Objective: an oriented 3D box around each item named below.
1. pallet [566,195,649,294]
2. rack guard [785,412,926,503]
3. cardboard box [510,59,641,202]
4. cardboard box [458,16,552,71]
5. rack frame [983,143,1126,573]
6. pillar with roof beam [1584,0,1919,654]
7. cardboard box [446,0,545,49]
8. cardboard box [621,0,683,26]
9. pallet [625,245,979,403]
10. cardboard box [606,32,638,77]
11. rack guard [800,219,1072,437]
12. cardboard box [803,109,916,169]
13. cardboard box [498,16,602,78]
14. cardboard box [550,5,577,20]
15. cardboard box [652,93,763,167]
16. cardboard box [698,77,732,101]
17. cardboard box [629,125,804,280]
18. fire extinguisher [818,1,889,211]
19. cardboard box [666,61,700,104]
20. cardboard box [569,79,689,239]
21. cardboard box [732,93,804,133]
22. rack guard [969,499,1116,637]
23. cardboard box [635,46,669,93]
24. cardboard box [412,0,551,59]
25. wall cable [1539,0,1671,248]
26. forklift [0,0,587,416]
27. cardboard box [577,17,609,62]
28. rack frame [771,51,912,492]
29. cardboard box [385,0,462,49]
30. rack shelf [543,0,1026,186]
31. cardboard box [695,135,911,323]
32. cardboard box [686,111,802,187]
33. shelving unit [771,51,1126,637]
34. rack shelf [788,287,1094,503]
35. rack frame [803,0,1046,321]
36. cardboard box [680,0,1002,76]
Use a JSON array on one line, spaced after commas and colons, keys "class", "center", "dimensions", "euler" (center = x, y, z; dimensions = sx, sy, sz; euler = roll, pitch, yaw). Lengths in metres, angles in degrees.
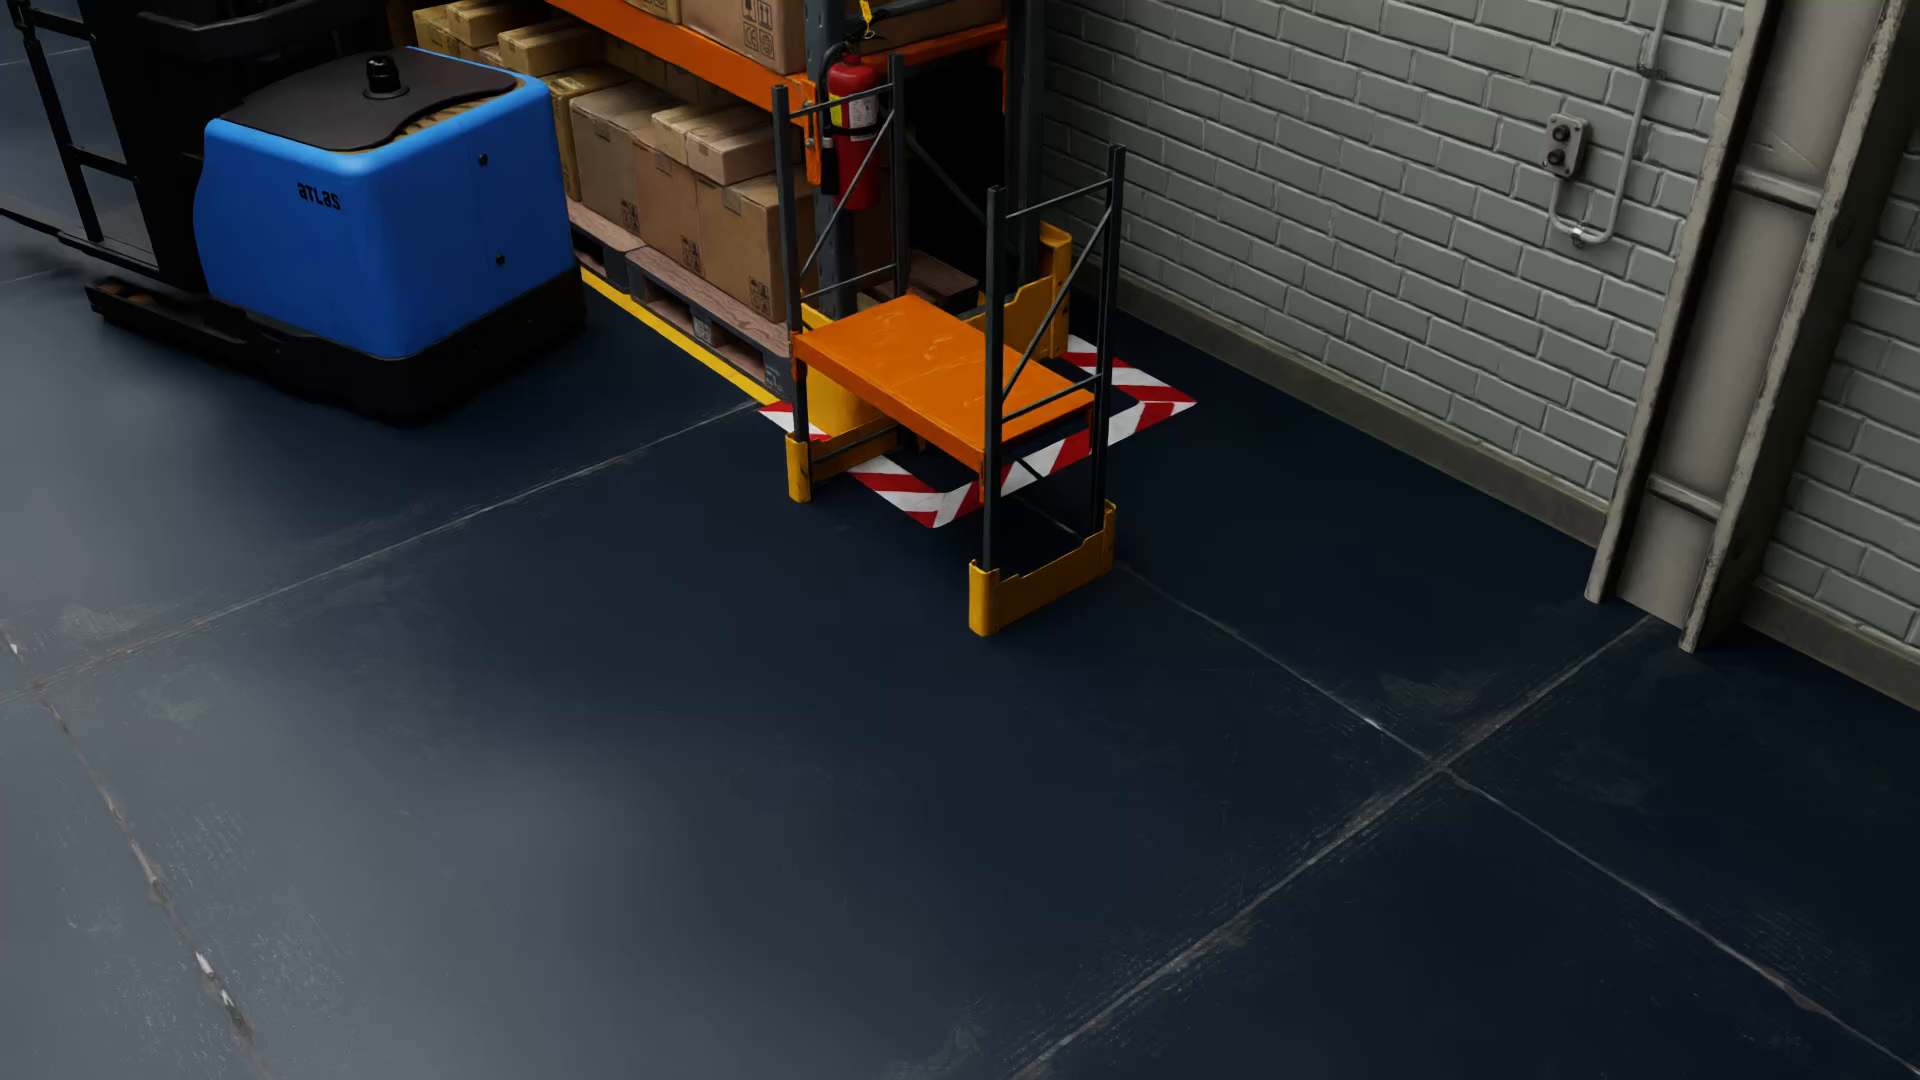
[{"class": "pallet", "center": [-1.461, -1.601, 7.828], "dimensions": [1.003, 0.211, 1.213], "euler": [-26, 43, -32]}, {"class": "rack guard", "center": [-0.371, -0.356, 6.036], "dimensions": [0.587, 0.250, 0.087], "euler": [-26, 43, -32]}, {"class": "cardboard box", "center": [-1.628, -1.975, 7.743], "dimensions": [0.700, 0.500, 0.500], "euler": [-25, 42, -31]}, {"class": "cardboard box", "center": [-1.958, -2.203, 8.064], "dimensions": [0.700, 0.500, 0.500], "euler": [-26, 43, -32]}, {"class": "rack frame", "center": [0.273, -0.425, 5.053], "dimensions": [0.500, 1.500, 0.032], "euler": [-26, 43, -32]}, {"class": "pillar with roof beam", "center": [-0.988, -1.850, 0.576], "dimensions": [9.100, 9.000, 0.400], "euler": [-26, 43, -32]}, {"class": "cardboard box", "center": [-2.198, -2.471, 7.882], "dimensions": [0.380, 0.149, 0.250], "euler": [-24, 42, -30]}, {"class": "cardboard box", "center": [-0.917, -2.538, 6.478], "dimensions": [0.980, 0.700, 0.700], "euler": [-26, 43, -32]}, {"class": "pallet", "center": [-0.678, -1.062, 7.068], "dimensions": [1.003, 0.211, 1.213], "euler": [-26, 43, -32]}, {"class": "cardboard box", "center": [-1.380, -2.255, 7.577], "dimensions": [0.380, 0.149, 0.250], "euler": [-27, 43, -33]}, {"class": "rack guard", "center": [-0.087, -0.846, 6.512], "dimensions": [1.175, 0.500, 0.348], "euler": [-26, 43, -32]}, {"class": "cardboard box", "center": [-0.397, -1.584, 6.629], "dimensions": [0.380, 0.149, 0.250], "euler": [-26, 43, -31]}, {"class": "cardboard box", "center": [-1.861, -2.241, 7.557], "dimensions": [0.380, 0.149, 0.250], "euler": [-27, 44, -33]}, {"class": "cardboard box", "center": [-1.709, -2.480, 7.895], "dimensions": [0.380, 0.149, 0.250], "euler": [-28, 44, -33]}, {"class": "cardboard box", "center": [-1.018, -1.666, 6.745], "dimensions": [0.380, 0.149, 0.250], "euler": [-25, 42, -31]}, {"class": "cardboard box", "center": [-0.886, -1.918, 7.101], "dimensions": [0.380, 0.149, 0.250], "euler": [-26, 43, -31]}, {"class": "cardboard box", "center": [-0.954, -1.521, 7.101], "dimensions": [0.700, 0.500, 0.500], "euler": [-26, 43, -32]}, {"class": "fire extinguisher", "center": [-0.358, -1.454, 5.598], "dimensions": [0.296, 0.674, 0.183], "euler": [-26, 43, -32]}, {"class": "cardboard box", "center": [-1.051, -2.030, 7.259], "dimensions": [0.380, 0.149, 0.250], "euler": [-25, 42, -31]}, {"class": "cardboard box", "center": [-1.279, -1.742, 7.414], "dimensions": [0.700, 0.500, 0.500], "euler": [-28, 44, -33]}, {"class": "cardboard box", "center": [-0.725, -1.807, 6.944], "dimensions": [0.380, 0.149, 0.250], "euler": [-26, 43, -32]}, {"class": "rack guard", "center": [0.272, 0.084, 5.415], "dimensions": [0.587, 0.250, 0.087], "euler": [-26, 43, -32]}, {"class": "cardboard box", "center": [-1.217, -2.143, 7.419], "dimensions": [0.380, 0.149, 0.250], "euler": [-26, 43, -31]}, {"class": "cardboard box", "center": [-2.279, -2.426, 8.379], "dimensions": [0.700, 0.500, 0.500], "euler": [-25, 43, -31]}, {"class": "wall cable", "center": [1.446, -2.079, 5.211], "dimensions": [0.084, 1.984, 1.851], "euler": [-26, 43, -32]}, {"class": "forklift", "center": [-3.085, -2.303, 6.465], "dimensions": [3.031, 2.935, 1.130], "euler": [20, 40, 25]}, {"class": "cardboard box", "center": [-1.547, -2.368, 7.737], "dimensions": [0.380, 0.149, 0.250], "euler": [-26, 43, -31]}, {"class": "rack frame", "center": [-0.383, -0.874, 5.687], "dimensions": [0.500, 1.500, 0.032], "euler": [-26, 43, -32]}, {"class": "cardboard box", "center": [-3.203, -3.175, 9.135], "dimensions": [0.750, 0.750, 0.750], "euler": [-25, 43, -31]}, {"class": "rack shelf", "center": [-1.393, -2.466, 7.259], "dimensions": [1.077, 0.370, 4.000], "euler": [-26, 43, -32]}, {"class": "cardboard box", "center": [-0.631, -1.300, 6.789], "dimensions": [0.700, 0.500, 0.500], "euler": [-26, 43, -32]}, {"class": "cardboard box", "center": [-0.853, -1.553, 6.586], "dimensions": [0.380, 0.149, 0.250], "euler": [-27, 43, -32]}, {"class": "shelving unit", "center": [-0.049, -0.646, 5.364], "dimensions": [0.587, 1.500, 1.083], "euler": [-26, 43, -32]}, {"class": "rack shelf", "center": [-0.055, -0.503, 5.474], "dimensions": [0.538, 0.185, 1.000], "euler": [-26, 43, -32]}, {"class": "rack frame", "center": [-0.102, -1.877, 5.804], "dimensions": [1.000, 3.000, 0.127], "euler": [-26, 43, -32]}, {"class": "cardboard box", "center": [-0.439, -2.220, 6.030], "dimensions": [0.980, 0.700, 0.700], "euler": [-24, 42, -30]}]
